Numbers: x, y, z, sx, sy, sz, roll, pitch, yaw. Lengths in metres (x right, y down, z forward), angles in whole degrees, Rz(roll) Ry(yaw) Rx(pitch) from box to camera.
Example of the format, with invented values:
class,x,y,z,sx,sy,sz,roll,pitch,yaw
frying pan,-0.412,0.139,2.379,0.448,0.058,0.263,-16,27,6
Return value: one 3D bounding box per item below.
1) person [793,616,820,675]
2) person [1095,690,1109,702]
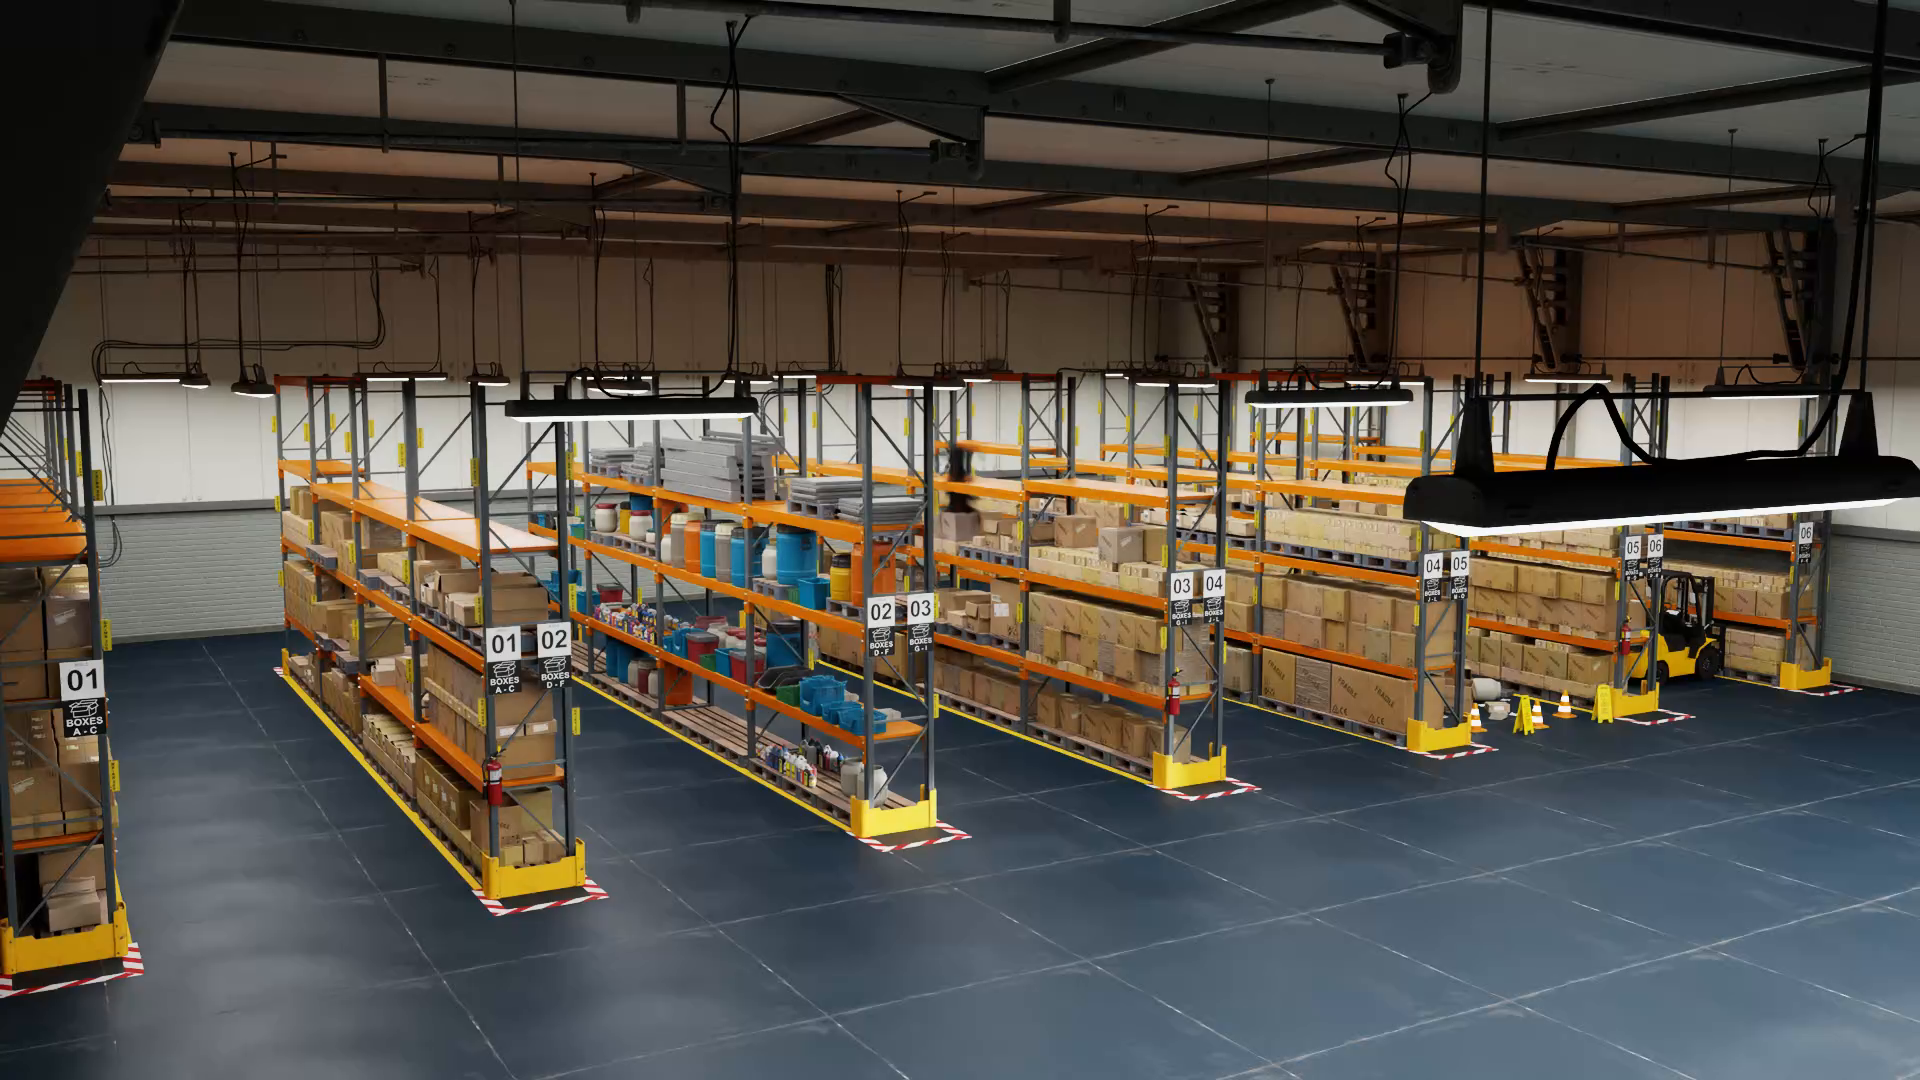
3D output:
class,x,y,z,sx,sy,sz,roll,pitch,yaw
person,-3.034,1.937,32.717,0.651,1.656,0.789,-5,8,-39
person,2.745,2.203,30.726,0.718,1.566,0.993,-2,7,-20
